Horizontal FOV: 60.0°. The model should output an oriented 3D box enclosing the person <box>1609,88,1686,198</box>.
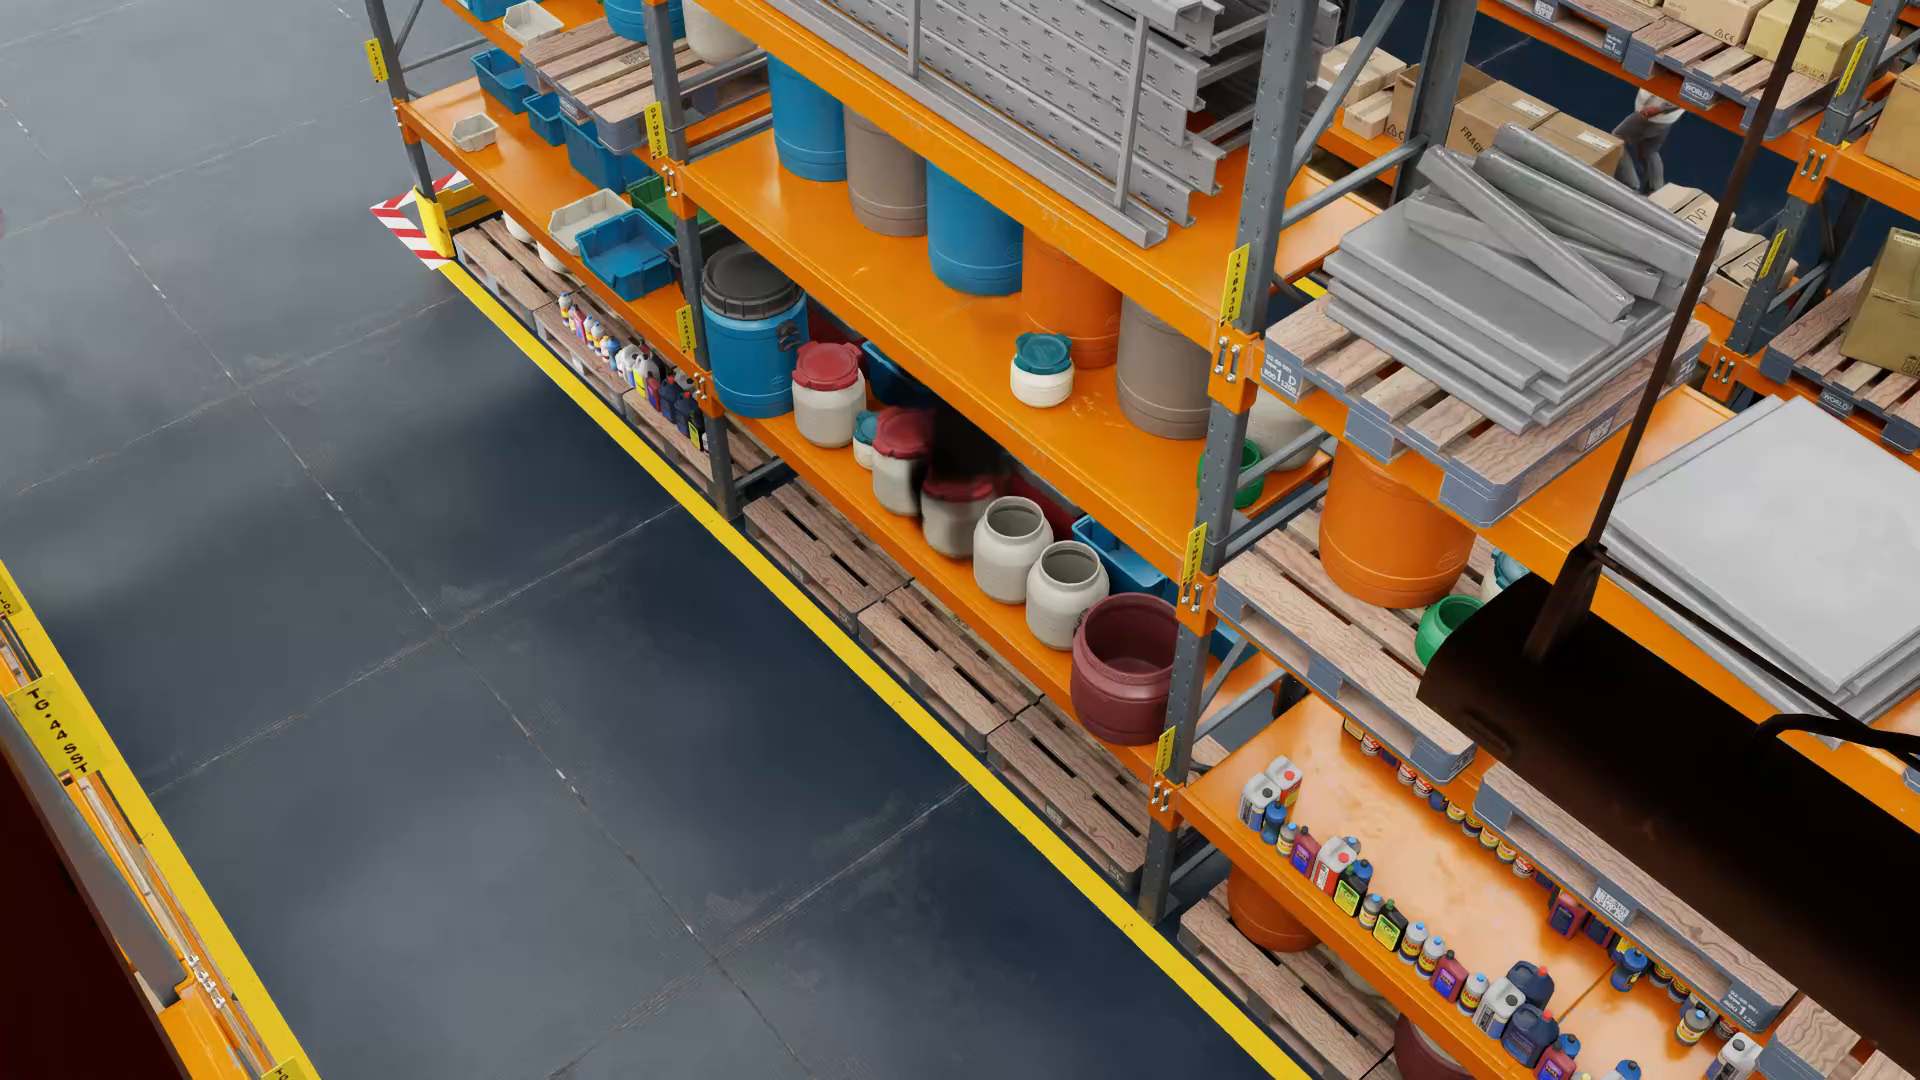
[{"bbox_3d":[5.392,-3.342,12.951,0.669,1.789,0.640,31,54,26],"label":"person"}]
